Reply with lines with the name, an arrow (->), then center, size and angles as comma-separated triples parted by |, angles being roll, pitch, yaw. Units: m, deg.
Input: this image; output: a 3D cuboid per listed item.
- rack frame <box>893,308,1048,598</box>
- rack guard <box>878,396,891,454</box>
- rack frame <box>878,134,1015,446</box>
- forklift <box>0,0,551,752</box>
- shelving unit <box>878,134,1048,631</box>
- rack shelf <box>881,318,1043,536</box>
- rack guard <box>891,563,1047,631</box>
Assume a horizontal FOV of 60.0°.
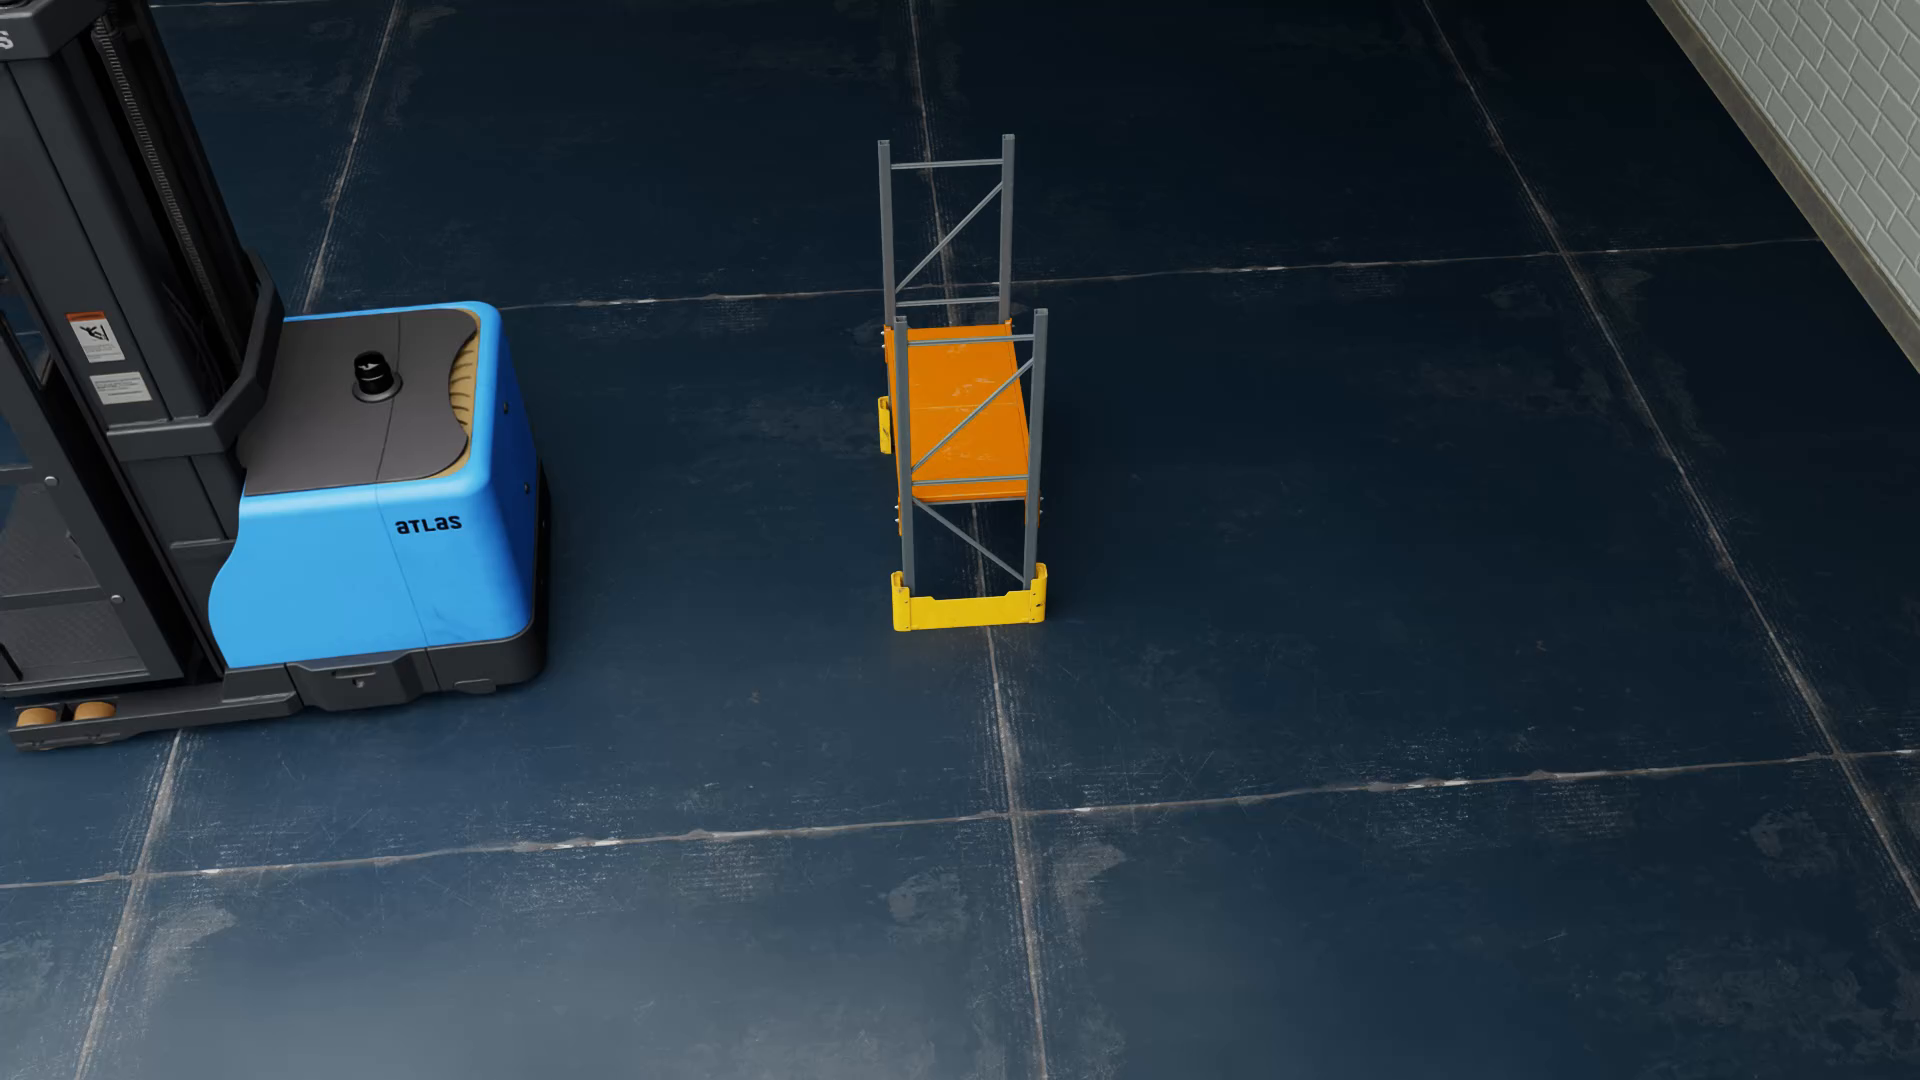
rack frame -> 0.035, -0.210, 5.916 | 0.500, 1.500, 0.032 | -3, 47, -3
rack guard -> -0.048, -0.501, 7.053 | 0.587, 0.250, 0.087 | -3, 47, -3
rack frame -> -0.050, -0.945, 6.612 | 0.500, 1.500, 0.032 | -3, 47, -3
forklift -> -3.110, -0.659, 5.355 | 3.031, 2.935, 1.130 | -6, 47, -6
shelving unit -> -0.006, -0.571, 6.258 | 0.587, 1.500, 1.083 | -3, 47, -3
rack shelf -> -0.007, -0.454, 6.395 | 0.538, 0.185, 1.000 | -3, 47, -3
rack guard -> 0.035, 0.219, 6.370 | 0.587, 0.250, 0.087 | -3, 47, -3
